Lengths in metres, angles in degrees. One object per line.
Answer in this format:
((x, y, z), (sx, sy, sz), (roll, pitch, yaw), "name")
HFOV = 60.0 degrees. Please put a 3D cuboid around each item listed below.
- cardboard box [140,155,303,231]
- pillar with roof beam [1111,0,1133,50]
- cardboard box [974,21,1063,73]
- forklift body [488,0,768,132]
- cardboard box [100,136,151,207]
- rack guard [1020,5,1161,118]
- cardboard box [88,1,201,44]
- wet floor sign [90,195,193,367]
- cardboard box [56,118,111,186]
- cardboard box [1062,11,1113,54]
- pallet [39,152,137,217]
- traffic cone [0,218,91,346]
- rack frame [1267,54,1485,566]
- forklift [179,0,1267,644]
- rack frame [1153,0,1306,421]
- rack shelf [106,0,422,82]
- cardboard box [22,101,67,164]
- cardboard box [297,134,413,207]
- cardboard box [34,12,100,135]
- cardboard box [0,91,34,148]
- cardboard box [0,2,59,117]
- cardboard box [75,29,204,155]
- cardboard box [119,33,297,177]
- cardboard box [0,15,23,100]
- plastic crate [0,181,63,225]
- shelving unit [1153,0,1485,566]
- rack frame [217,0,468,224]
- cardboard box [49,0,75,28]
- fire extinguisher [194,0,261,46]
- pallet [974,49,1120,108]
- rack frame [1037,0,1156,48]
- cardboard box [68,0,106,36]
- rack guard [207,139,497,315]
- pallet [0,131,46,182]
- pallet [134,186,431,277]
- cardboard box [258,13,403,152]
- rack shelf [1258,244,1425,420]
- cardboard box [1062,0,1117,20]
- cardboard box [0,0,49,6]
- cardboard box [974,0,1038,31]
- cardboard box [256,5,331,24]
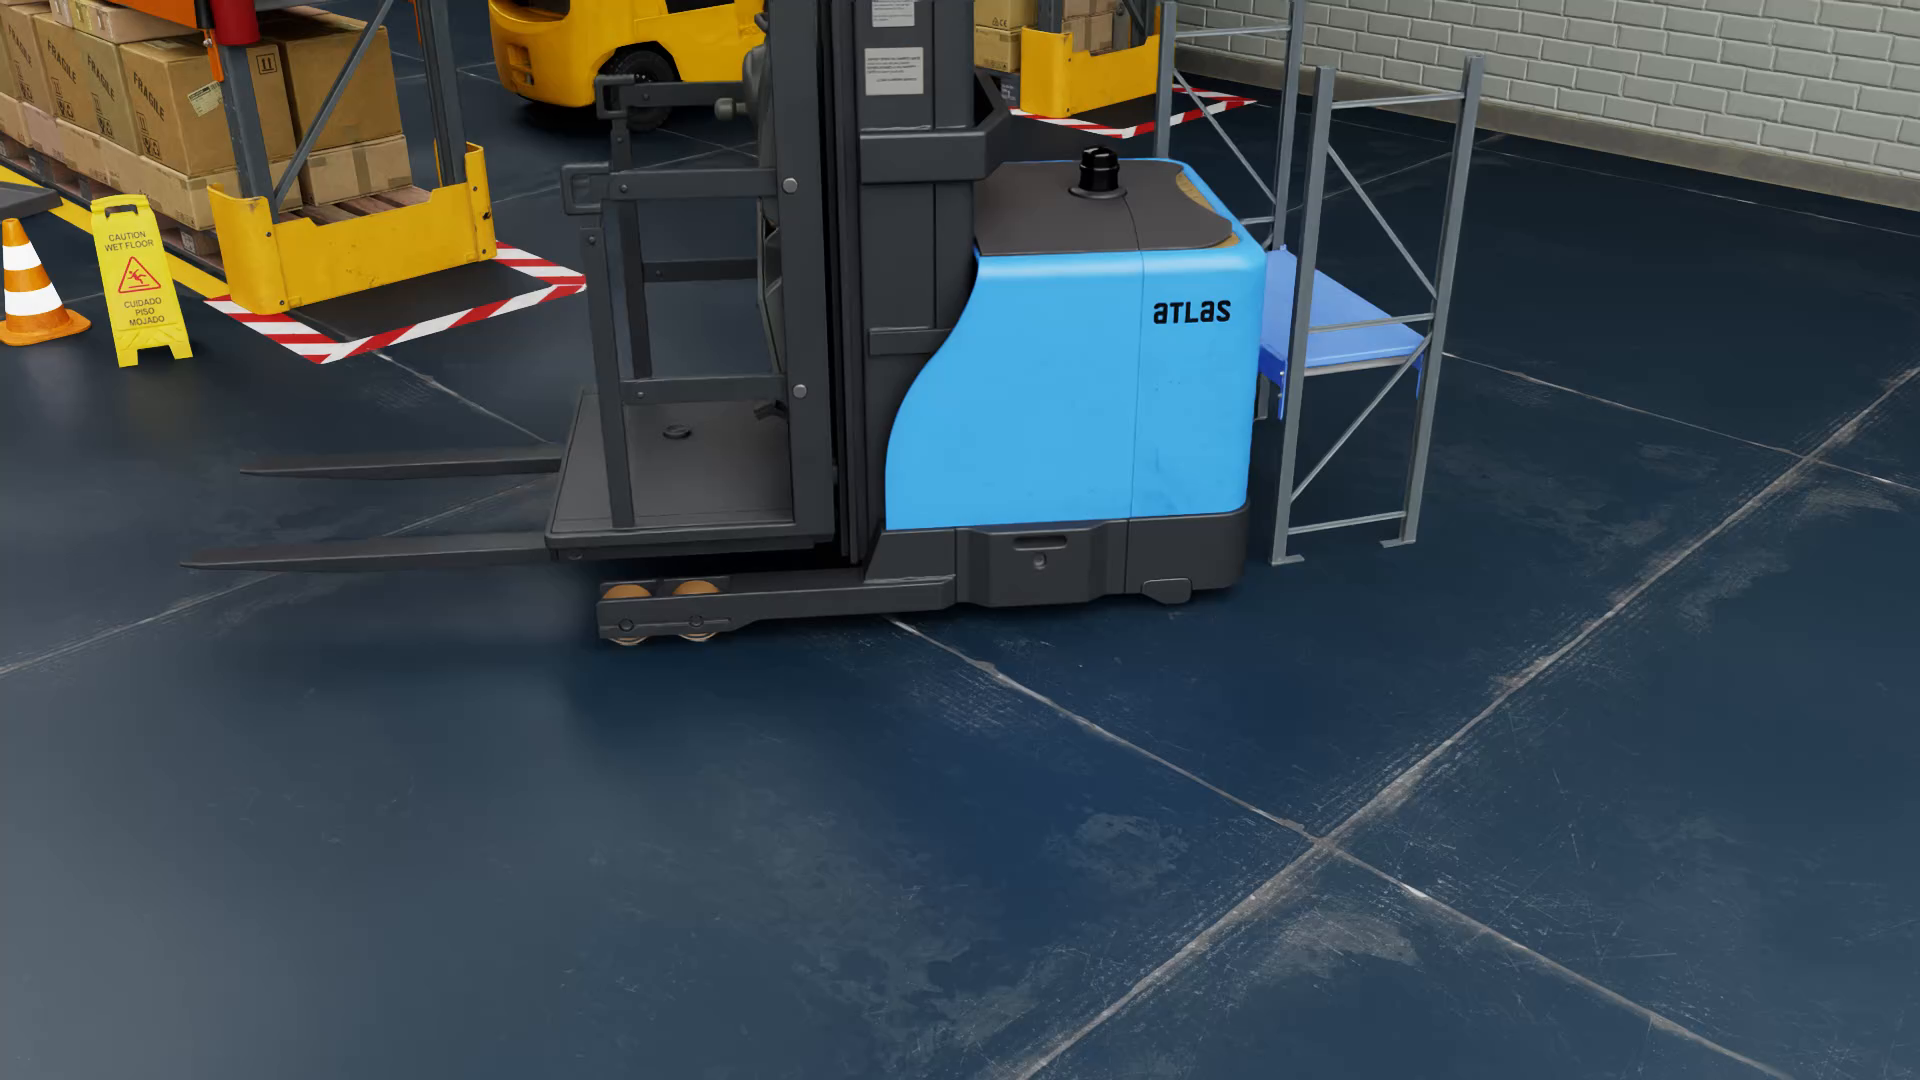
((-3.399, -1.647, 7.663), (0.500, 0.250, 0.500), (24, 36, 38), "cardboard box")
((-2.023, -5.897, 6.797), (0.400, 9.000, 9.100), (25, 36, 38), "pillar with roof beam")
((0.304, -3.162, 10.543), (0.500, 0.250, 0.500), (25, 37, 39), "cardboard box")
((-1.771, -3.782, 10.132), (1.214, 2.155, 2.313), (25, 36, 38), "forklift body")
((-3.746, -1.811, 7.974), (0.500, 0.250, 0.500), (25, 37, 39), "cardboard box")
((0.877, -3.030, 10.476), (0.348, 0.500, 1.175), (25, 36, 38), "rack guard")
((-3.680, -2.356, 7.509), (0.380, 0.149, 0.250), (-24, 36, -38), "cardboard box")
((-3.232, -1.037, 6.529), (0.267, 0.644, 0.232), (-13, 30, -22), "wet floor sign")
((-4.123, -1.980, 8.296), (0.500, 0.250, 0.500), (23, 35, 37), "cardboard box")
((0.647, -3.339, 10.879), (0.500, 0.250, 0.500), (25, 37, 39), "cardboard box")
((-4.092, -1.961, 8.754), (1.213, 0.211, 1.003), (25, 36, 38), "pallet")
((-3.828, -1.085, 6.817), (0.334, 0.463, 0.336), (25, 36, 38), "traffic cone")
((1.190, -0.626, 4.828), (0.500, 1.500, 0.032), (-8, 29, -16), "rack frame")
((-0.712, -1.262, 4.502), (3.031, 2.935, 1.130), (-3, 28, -6), "forklift")
((0.881, -1.077, 5.686), (0.500, 1.500, 0.032), (-8, 29, -16), "rack frame")
((-4.043, -2.830, 8.182), (4.000, 0.370, 1.077), (25, 36, 38), "rack shelf")
((-4.469, -2.145, 8.610), (0.500, 0.250, 0.500), (24, 36, 38), "cardboard box")
((-2.999, -1.820, 7.991), (0.500, 0.250, 0.500), (24, 36, 38), "cardboard box")
((-4.101, -2.308, 8.114), (0.500, 0.500, 0.500), (24, 36, 37), "cardboard box")
((-4.849, -2.318, 8.938), (0.500, 0.250, 0.500), (-23, 35, -36), "cardboard box")
((-4.480, -2.479, 8.440), (0.500, 0.500, 0.500), (-23, 35, -37), "cardboard box")
((-3.746, -2.141, 7.796), (0.500, 0.500, 0.500), (-24, 36, -37), "cardboard box")
((-3.371, -1.972, 7.474), (0.500, 0.500, 0.500), (25, 37, 39), "cardboard box")
((-4.848, -2.649, 8.763), (0.500, 0.500, 0.500), (-24, 36, -37), "cardboard box")
((-4.925, -1.725, 8.444), (0.583, 0.080, 0.402), (12, 30, 22), "plastic crate")
((1.036, -0.851, 5.257), (0.538, 1.500, 1.048), (-8, 29, -16), "shelving unit")
((-2.617, -2.496, 6.774), (0.127, 3.000, 1.000), (25, 36, 38), "rack frame")
((-4.044, -2.526, 7.831), (0.380, 0.149, 0.250), (-23, 36, -37), "cardboard box")
((-2.859, -2.272, 6.430), (0.183, 0.674, 0.296), (25, 36, 38), "fire extinguisher")
((0.285, -3.146, 11.006), (1.213, 0.211, 1.003), (25, 36, 38), "pallet")
((0.860, -4.145, 9.909), (0.127, 3.000, 1.000), (25, 36, 38), "rack frame")
((-3.857, -2.439, 7.667), (0.380, 0.149, 0.250), (-25, 36, -38), "cardboard box")
((-2.671, -1.414, 7.403), (0.348, 0.500, 1.175), (25, 36, 38), "rack guard")
((-4.966, -2.360, 9.511), (1.213, 0.211, 1.003), (25, 36, 38), "pallet")
((-3.226, -1.563, 7.997), (1.213, 0.211, 1.003), (25, 36, 38), "pallet")
((-3.016, -2.159, 7.831), (0.500, 0.500, 0.500), (23, 36, 37), "cardboard box")
((1.036, -0.692, 5.341), (0.538, 0.185, 1.000), (-8, 29, -16), "rack shelf")
((0.671, -3.557, 10.758), (0.500, 0.250, 0.500), (-25, 36, -38), "cardboard box")
((-4.629, -2.792, 8.338), (0.380, 0.149, 0.250), (-23, 35, -36), "cardboard box")
((0.294, -3.390, 10.440), (0.500, 0.250, 0.500), (24, 36, 38), "cardboard box")
((-3.392, -2.329, 8.153), (0.500, 0.500, 0.500), (23, 35, 37), "cardboard box")
